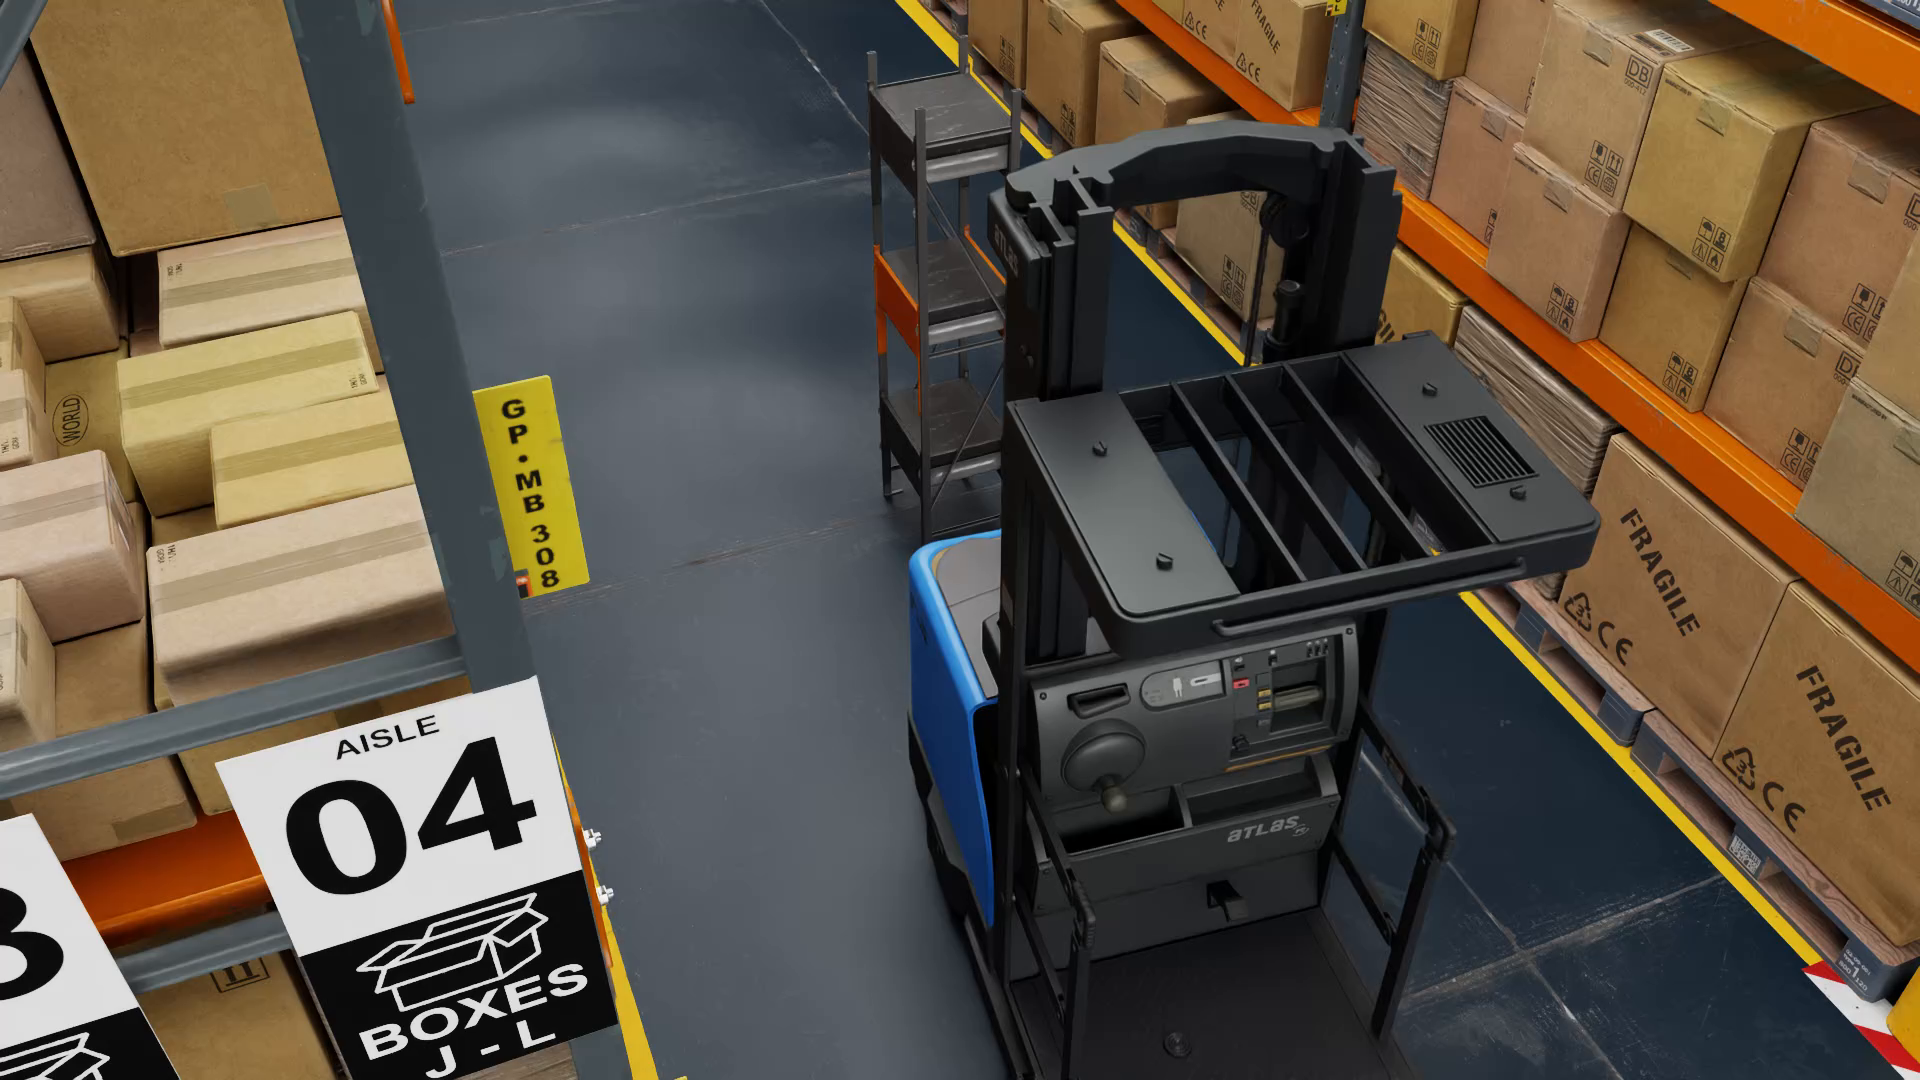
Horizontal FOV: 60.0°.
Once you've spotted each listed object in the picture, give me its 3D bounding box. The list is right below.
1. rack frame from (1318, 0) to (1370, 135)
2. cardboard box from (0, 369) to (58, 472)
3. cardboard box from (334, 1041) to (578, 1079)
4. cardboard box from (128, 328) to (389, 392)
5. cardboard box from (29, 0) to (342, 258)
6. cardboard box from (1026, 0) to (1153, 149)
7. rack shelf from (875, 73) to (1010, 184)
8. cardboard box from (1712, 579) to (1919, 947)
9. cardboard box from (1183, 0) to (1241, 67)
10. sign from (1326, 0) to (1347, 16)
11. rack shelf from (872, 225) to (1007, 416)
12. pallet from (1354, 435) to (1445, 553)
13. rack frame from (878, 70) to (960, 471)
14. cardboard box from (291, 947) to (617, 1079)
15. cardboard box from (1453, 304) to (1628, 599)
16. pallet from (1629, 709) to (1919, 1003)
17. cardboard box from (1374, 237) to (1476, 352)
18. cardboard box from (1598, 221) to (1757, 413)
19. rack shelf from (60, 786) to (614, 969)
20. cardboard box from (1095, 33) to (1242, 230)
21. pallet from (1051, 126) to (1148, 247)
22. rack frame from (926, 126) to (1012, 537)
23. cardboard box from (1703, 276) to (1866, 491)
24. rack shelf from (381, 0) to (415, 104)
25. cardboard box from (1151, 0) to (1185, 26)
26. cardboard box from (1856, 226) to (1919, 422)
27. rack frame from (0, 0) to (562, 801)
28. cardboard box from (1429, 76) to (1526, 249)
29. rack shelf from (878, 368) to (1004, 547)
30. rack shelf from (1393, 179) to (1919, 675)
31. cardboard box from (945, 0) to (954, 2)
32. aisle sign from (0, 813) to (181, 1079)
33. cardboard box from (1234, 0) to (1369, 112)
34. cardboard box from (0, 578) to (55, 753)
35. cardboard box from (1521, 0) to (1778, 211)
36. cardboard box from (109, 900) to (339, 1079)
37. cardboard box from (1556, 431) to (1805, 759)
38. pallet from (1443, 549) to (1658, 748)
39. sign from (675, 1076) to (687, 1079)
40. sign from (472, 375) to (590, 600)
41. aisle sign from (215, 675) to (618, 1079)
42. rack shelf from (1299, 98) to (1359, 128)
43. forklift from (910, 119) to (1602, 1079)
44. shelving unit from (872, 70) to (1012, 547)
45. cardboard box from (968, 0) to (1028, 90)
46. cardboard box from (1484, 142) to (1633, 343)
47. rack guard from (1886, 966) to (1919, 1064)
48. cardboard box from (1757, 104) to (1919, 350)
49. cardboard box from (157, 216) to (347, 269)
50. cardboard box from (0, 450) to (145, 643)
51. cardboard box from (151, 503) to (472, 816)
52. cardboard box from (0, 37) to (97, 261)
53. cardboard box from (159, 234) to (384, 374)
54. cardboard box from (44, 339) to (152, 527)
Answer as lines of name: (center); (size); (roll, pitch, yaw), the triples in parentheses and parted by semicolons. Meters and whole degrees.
rack frame: (2.061, -2.039, 7.321); (1.000, 3.000, 0.127); (-15, 43, -17)
cardboard box: (-1.621, -0.098, 2.572); (0.380, 0.149, 0.250); (-17, 43, -19)
cardboard box: (-1.215, 1.058, 3.415); (0.875, 0.500, 0.500); (-15, 43, -17)
cardboard box: (-1.178, -0.198, 2.994); (0.500, 0.250, 0.500); (-16, 43, -18)
cardboard box: (-1.348, -0.893, 2.999); (0.500, 0.500, 0.500); (-15, 43, -17)
cardboard box: (1.018, -2.840, 9.656); (1.050, 0.750, 0.750); (-14, 43, -16)
rack shelf: (-0.063, -1.520, 6.145); (0.368, 0.174, 0.457); (-15, 43, -17)
cardboard box: (3.271, 0.624, 5.531); (0.875, 0.875, 0.875); (-15, 43, -17)
cardboard box: (1.421, -2.629, 7.930); (0.500, 0.500, 0.500); (-16, 43, -17)
sign: (1.563, -2.307, 6.805); (0.100, 0.325, 0.005); (-15, 43, -17)
rack shelf: (-0.063, -0.885, 6.690); (0.431, 0.518, 0.480); (-15, 43, -17)
pallet: (2.280, -0.505, 7.675); (1.003, 0.211, 1.213); (-15, 43, -17)
rack frame: (-0.155, -1.043, 6.853); (0.380, 1.831, 0.006); (-15, 43, -17)
cardboard box: (-0.988, 0.617, 3.160); (0.500, 0.500, 0.500); (-15, 43, -17)
cardboard box: (2.585, -0.455, 6.786); (0.875, 0.875, 0.875); (-15, 43, -17)
pallet: (3.213, 0.965, 5.966); (1.003, 0.211, 1.213); (-15, 43, -17)
cardboard box: (2.237, -0.997, 7.416); (0.875, 0.875, 0.875); (-14, 43, -16)
cardboard box: (2.838, -0.902, 5.884); (0.875, 0.550, 0.500); (-15, 43, -17)
rack shelf: (-1.795, -0.523, 3.808); (1.077, 0.370, 4.000); (-15, 43, -17)
cardboard box: (1.375, -2.279, 9.003); (1.050, 0.750, 0.750); (-15, 43, -17)
pallet: (1.226, -2.164, 9.605); (1.003, 0.211, 1.213); (-15, 43, -17)
rack frame: (0.031, -0.749, 6.511); (0.380, 1.831, 0.006); (-15, 43, -17)
cardboard box: (3.079, -0.594, 5.525); (0.875, 0.550, 0.550); (-15, 43, -17)
rack shelf: (-1.795, -1.659, 2.832); (1.077, 0.370, 4.000); (-15, 43, -17)
cardboard box: (1.228, -2.934, 8.284); (0.500, 0.500, 0.500); (-15, 43, -16)
cardboard box: (3.190, -0.638, 4.748); (0.875, 0.550, 0.550); (-15, 43, -17)
rack frame: (-1.030, -0.728, 1.195); (1.000, 3.000, 0.127); (-15, 43, -17)
cardboard box: (2.445, -1.551, 6.639); (0.875, 0.550, 0.550); (-15, 43, -17)
rack shelf: (-0.063, -0.355, 7.147); (0.431, 0.518, 0.480); (-15, 43, -17)
rack shelf: (2.826, -0.562, 6.155); (1.077, 0.370, 4.000); (-15, 43, -17)
cardboard box: (0.037, -3.992, 11.186); (0.500, 0.500, 0.500); (-15, 43, -17)
aisle sign: (-1.283, 0.673, 2.173); (0.394, 0.787, 0.004); (-15, 43, -17)
cardboard box: (1.614, -2.325, 7.577); (0.500, 0.500, 0.500); (-15, 43, -17)
cardboard box: (-1.424, 0.226, 2.196); (0.380, 0.149, 0.250); (-15, 43, -17)
cardboard box: (2.568, -1.613, 5.882); (0.875, 0.550, 0.550); (-15, 43, -17)
cardboard box: (-1.808, 0.653, 4.451); (1.144, 2.239, 2.984); (-3, 41, -3)
cardboard box: (2.932, 0.095, 6.147); (0.875, 0.875, 0.875); (-16, 43, -18)
pallet: (2.750, 0.231, 6.819); (1.003, 0.211, 1.213); (-15, 43, -17)
sign: (-0.528, 1.083, 3.026); (0.100, 0.325, 0.005); (-15, 43, -17)
sign: (-0.528, -0.058, 2.045); (0.100, 0.325, 0.005); (-15, 43, -17)
aisle sign: (-0.729, 0.523, 2.347); (0.394, 0.787, 0.004); (-15, 43, -17)
rack shelf: (1.296, -3.046, 8.893); (0.919, 0.124, 3.809); (-15, 43, -17)
forklift: (0.705, 0.558, 4.353); (1.121, 2.935, 3.031); (-11, 42, -12)
shelving unit: (5.281, -3.592, 7.404); (12.070, 5.092, 0.667); (-15, 43, -17)
cardboard box: (0.680, -3.366, 10.267); (1.050, 0.750, 0.750); (-16, 43, -17)
cardboard box: (2.542, -1.197, 6.226); (0.875, 0.550, 0.550); (-15, 43, -17)
rack guard: (3.601, 1.332, 5.317); (1.175, 0.500, 0.348); (-15, 43, -17)
cardboard box: (3.101, -1.009, 5.179); (0.875, 0.550, 0.550); (-15, 43, -17)
cardboard box: (-1.269, -0.540, 3.085); (0.380, 0.149, 0.250); (-15, 43, -17)
cardboard box: (-1.415, 0.039, 2.412); (0.380, 0.149, 0.250); (-16, 43, -18)
cardboard box: (-0.975, 0.111, 2.634); (0.500, 0.250, 0.500); (-14, 43, -16)
cardboard box: (-1.857, -0.802, 2.893); (0.500, 0.500, 0.500); (-15, 43, -17)
cardboard box: (-1.180, -0.392, 2.914); (0.380, 0.149, 0.250); (-13, 42, -15)
cardboard box: (-1.643, -0.061, 2.835); (0.500, 0.250, 0.500); (-15, 43, -17)
